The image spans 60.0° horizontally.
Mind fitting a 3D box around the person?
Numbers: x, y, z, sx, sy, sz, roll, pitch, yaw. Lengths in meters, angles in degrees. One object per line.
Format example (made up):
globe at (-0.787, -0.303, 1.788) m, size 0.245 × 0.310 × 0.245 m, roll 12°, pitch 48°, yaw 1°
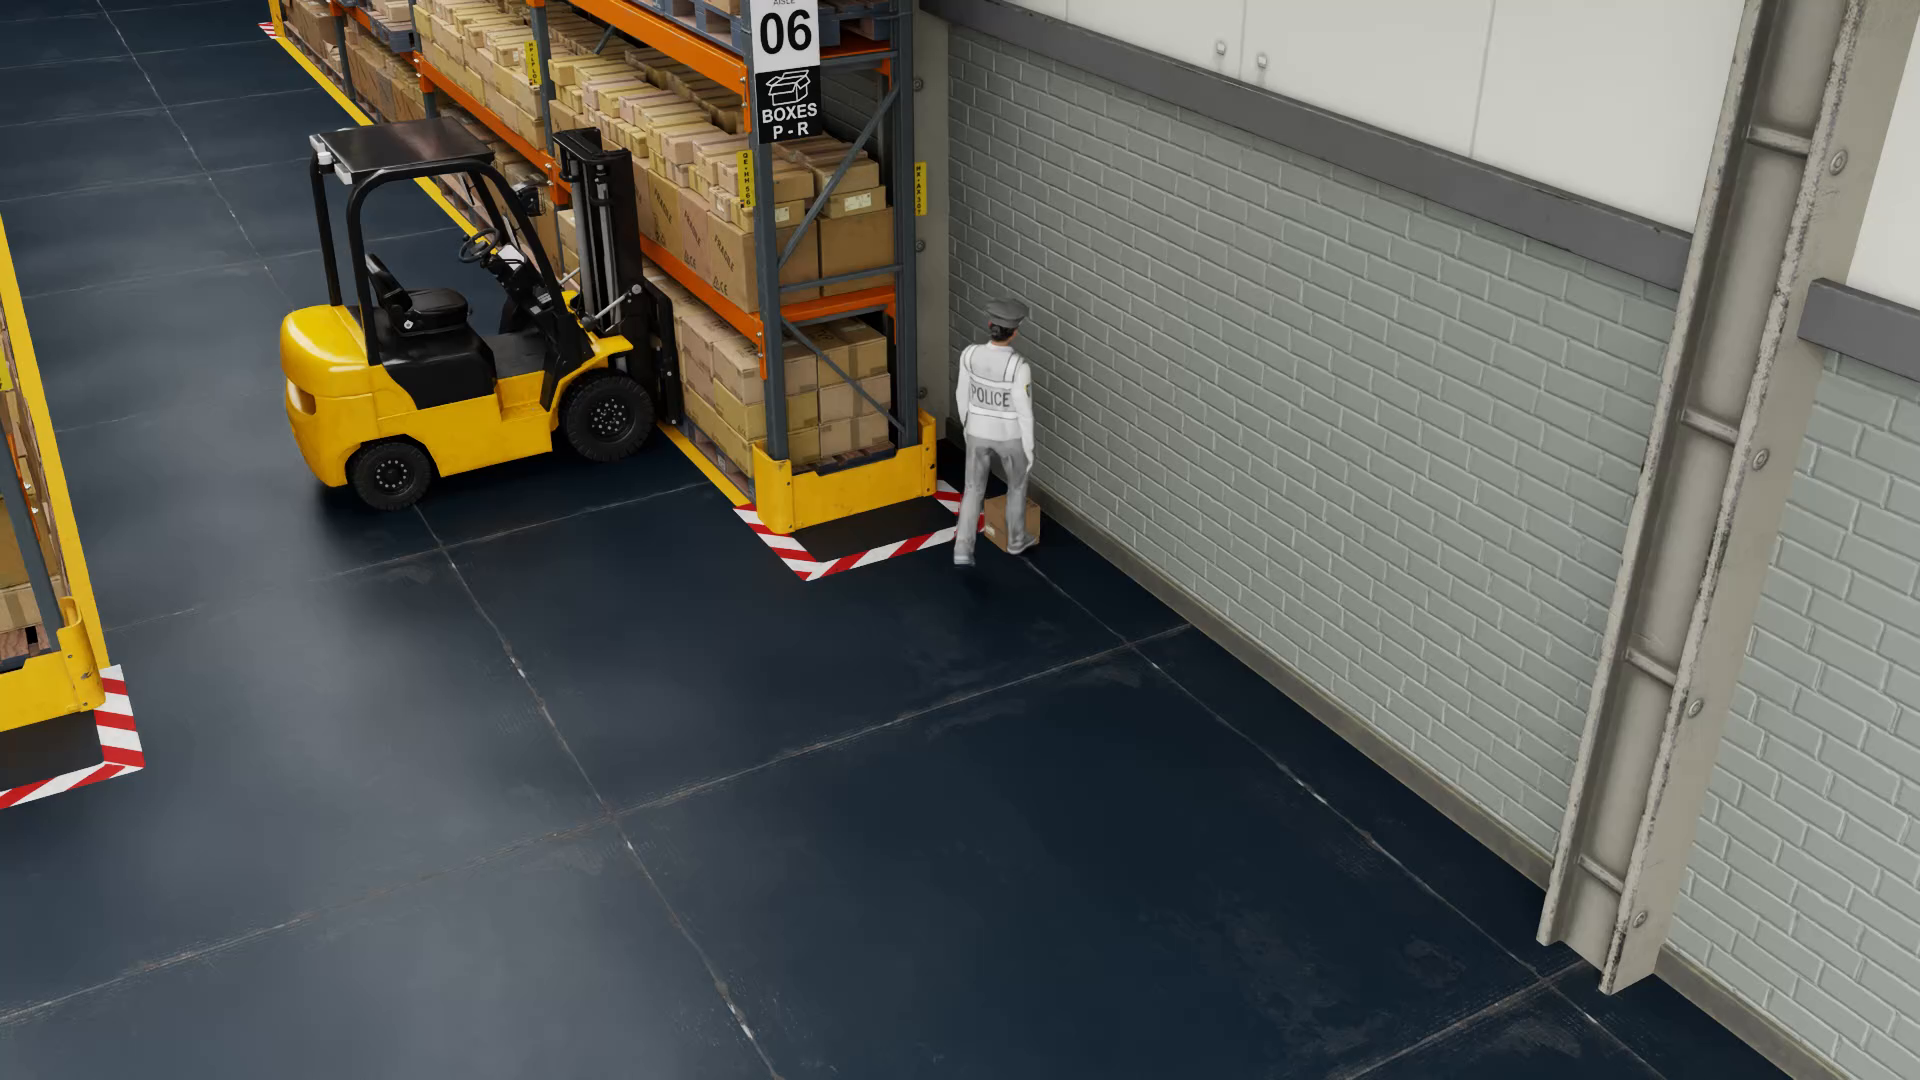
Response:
person at (0.201, -0.593, 9.590) m, size 0.497 × 1.639 × 0.789 m, roll 11°, pitch 31°, yaw 19°
